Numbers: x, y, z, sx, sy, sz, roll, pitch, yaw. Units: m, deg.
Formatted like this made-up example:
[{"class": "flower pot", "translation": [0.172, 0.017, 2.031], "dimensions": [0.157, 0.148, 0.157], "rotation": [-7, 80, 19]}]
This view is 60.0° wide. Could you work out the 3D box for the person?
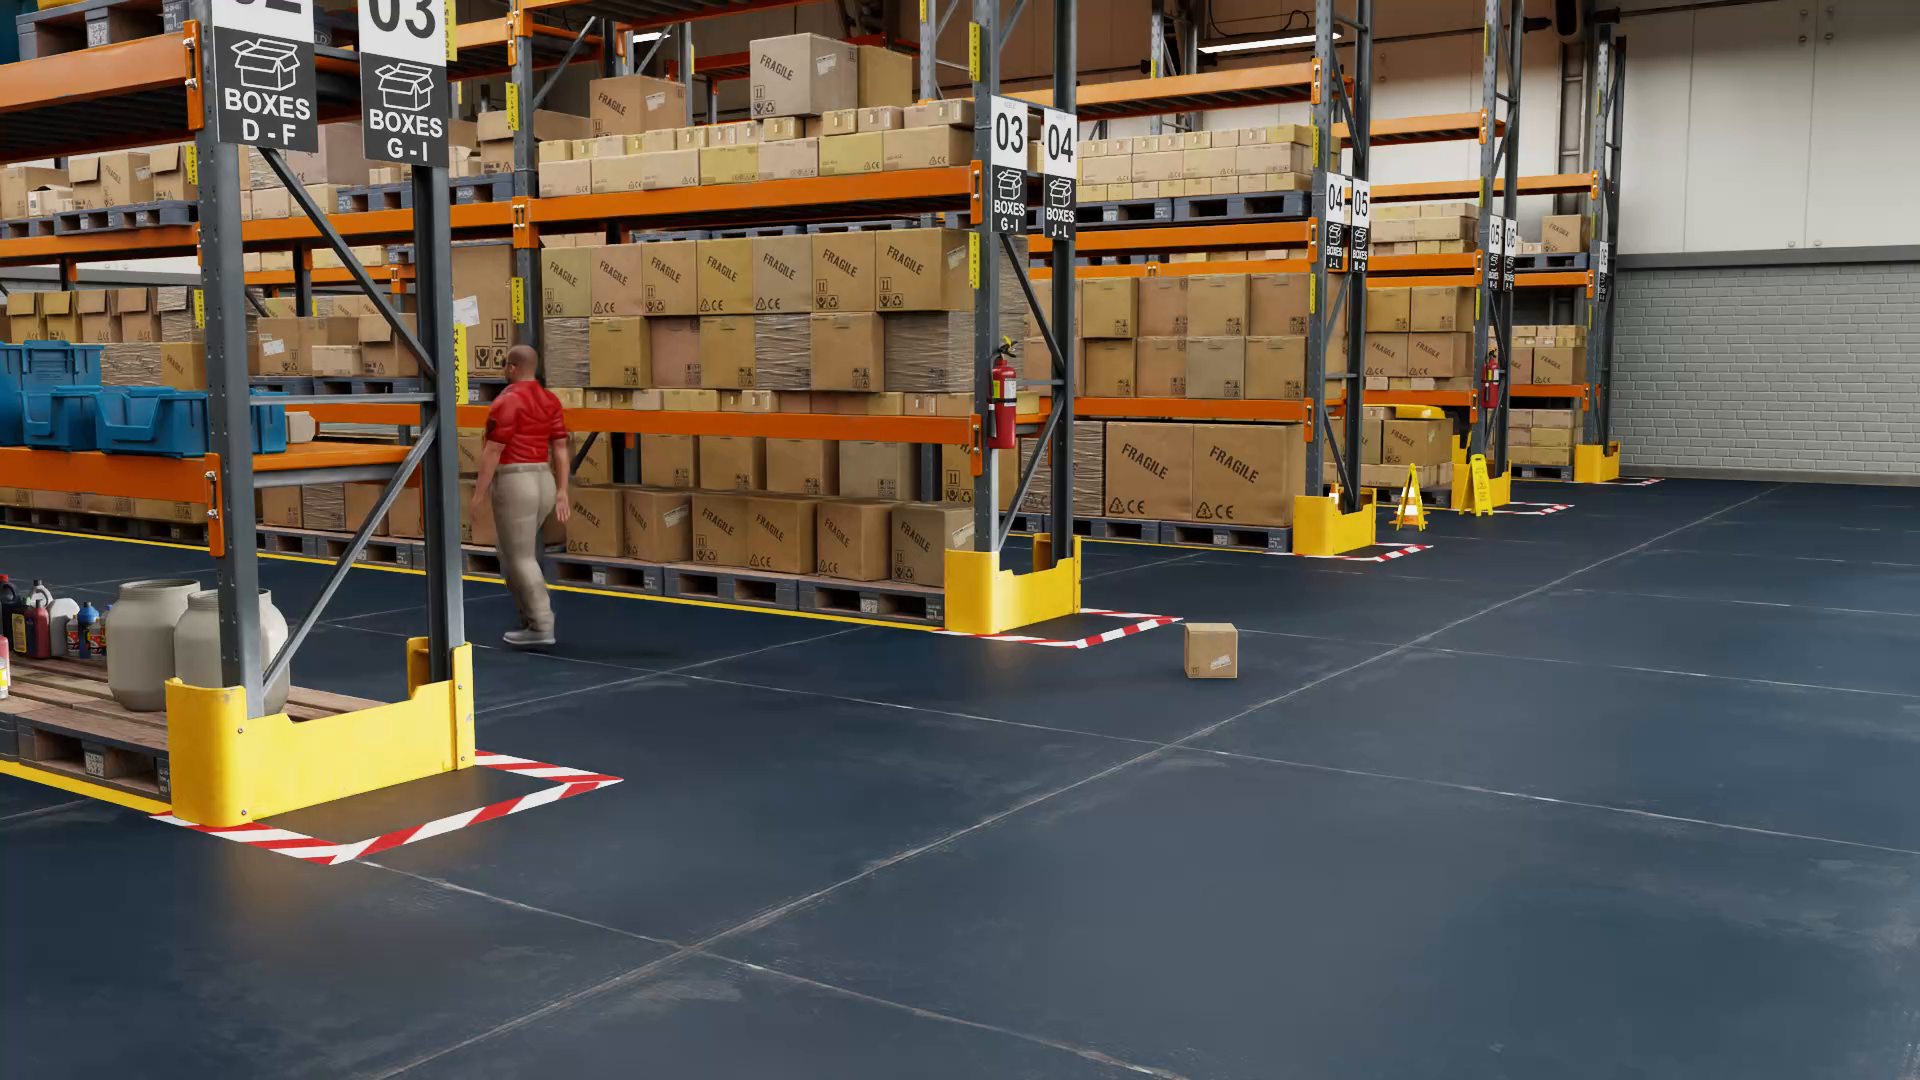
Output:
[{"class": "person", "translation": [-2.535, -0.220, 9.517], "dimensions": [0.506, 1.786, 0.527], "rotation": [2, 7, 21]}]
